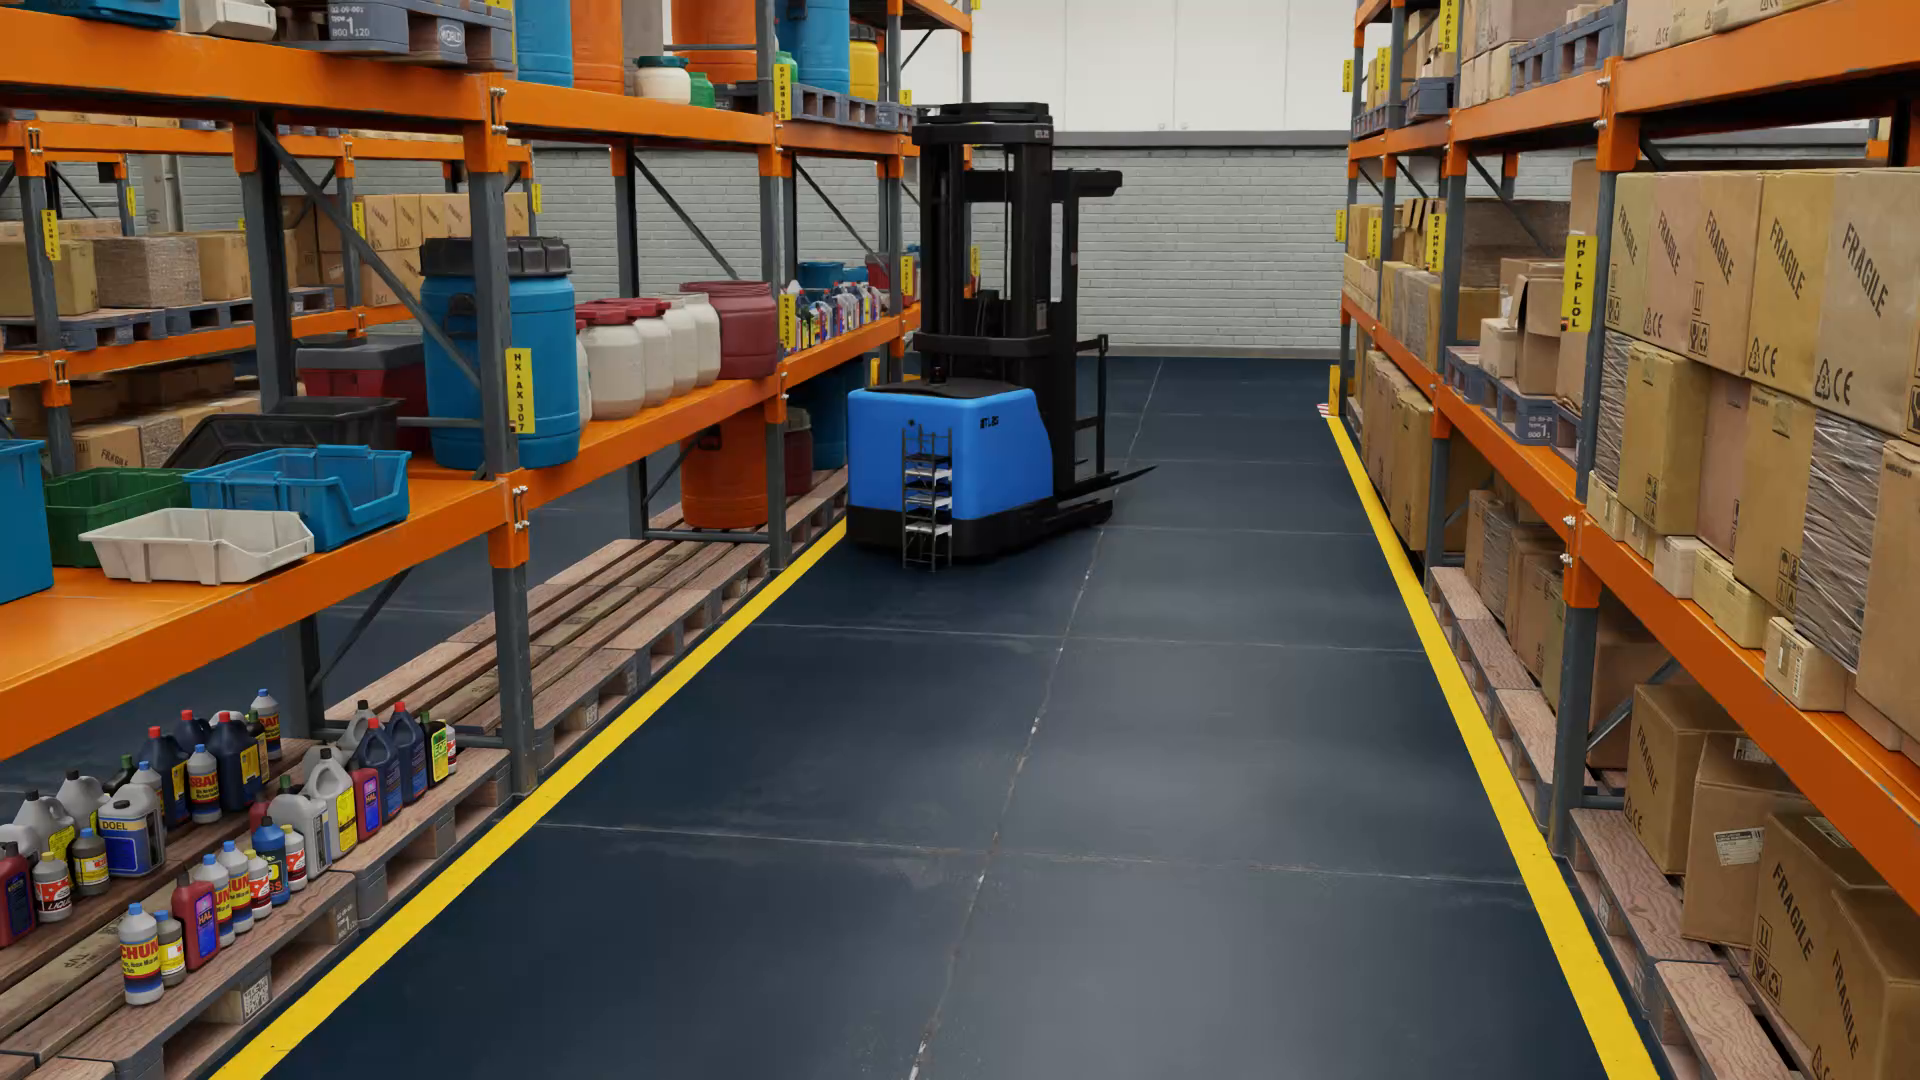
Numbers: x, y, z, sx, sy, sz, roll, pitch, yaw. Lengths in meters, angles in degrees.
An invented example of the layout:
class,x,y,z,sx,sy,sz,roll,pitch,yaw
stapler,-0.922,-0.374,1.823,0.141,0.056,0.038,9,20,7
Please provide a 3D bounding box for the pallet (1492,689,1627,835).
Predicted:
class,x,y,z,sx,sy,sz,roll,pitch,yaw
pallet,2.788,0.906,6.787,1.003,0.211,1.213,2,12,9

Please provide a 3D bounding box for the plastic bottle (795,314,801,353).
class,x,y,z,sx,sy,sz,roll,pitch,yaw
plastic bottle,-1.152,-1.403,11.179,0.152,0.276,0.135,2,12,9

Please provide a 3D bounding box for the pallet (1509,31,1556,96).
class,x,y,z,sx,sy,sz,roll,pitch,yaw
pallet,3.026,-2.010,7.027,1.213,0.211,1.003,2,12,9

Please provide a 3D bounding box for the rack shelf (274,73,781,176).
class,x,y,z,sx,sy,sz,roll,pitch,yaw
rack shelf,-1.917,-1.986,8.177,1.077,0.370,4.000,2,12,9

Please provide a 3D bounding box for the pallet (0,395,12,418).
class,x,y,z,sx,sy,sz,roll,pitch,yaw
pallet,-10.404,-1.489,17.901,1.003,0.211,1.213,2,12,9

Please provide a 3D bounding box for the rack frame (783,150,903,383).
class,x,y,z,sx,sy,sz,roll,pitch,yaw
rack frame,-0.994,-2.121,14.213,1.000,3.000,0.127,2,12,9

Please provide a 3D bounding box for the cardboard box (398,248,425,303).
class,x,y,z,sx,sy,sz,roll,pitch,yaw
cardboard box,-5.465,-2.535,15.897,0.500,0.500,0.500,2,12,10

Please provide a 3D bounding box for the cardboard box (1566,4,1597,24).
class,x,y,z,sx,sy,sz,roll,pitch,yaw
cardboard box,2.859,-2.246,7.231,0.380,0.166,0.250,2,12,7

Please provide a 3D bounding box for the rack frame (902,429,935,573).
class,x,y,z,sx,sy,sz,roll,pitch,yaw
rack frame,-0.262,-0.246,10.498,0.240,0.900,0.006,7,14,30

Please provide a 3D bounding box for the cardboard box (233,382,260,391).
class,x,y,z,sx,sy,sz,roll,pitch,yaw
cardboard box,-6.274,-1.071,14.231,0.500,0.500,0.500,2,12,9

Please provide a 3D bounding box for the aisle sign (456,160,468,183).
class,x,y,z,sx,sy,sz,roll,pitch,yaw
aisle sign,-5.552,-4.409,18.661,0.394,0.787,0.004,2,12,9

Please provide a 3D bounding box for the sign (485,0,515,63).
class,x,y,z,sx,sy,sz,roll,pitch,yaw
sign,-1.682,-1.906,6.075,0.100,0.325,0.005,2,12,9

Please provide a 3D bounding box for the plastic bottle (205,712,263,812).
class,x,y,z,sx,sy,sz,roll,pitch,yaw
plastic bottle,-2.616,0.784,5.979,0.144,0.351,0.185,2,12,9

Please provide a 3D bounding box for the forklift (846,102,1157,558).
class,x,y,z,sx,sy,sz,roll,pitch,yaw
forklift,0.457,-1.575,11.846,1.130,2.935,3.031,8,14,32

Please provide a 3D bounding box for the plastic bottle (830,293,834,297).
class,x,y,z,sx,sy,sz,roll,pitch,yaw
plastic bottle,-0.995,-1.784,12.958,0.097,0.271,0.097,0,12,0

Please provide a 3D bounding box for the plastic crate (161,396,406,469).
class,x,y,z,sx,sy,sz,roll,pitch,yaw
plastic crate,-2.431,-0.320,6.006,0.767,0.338,0.504,2,12,9

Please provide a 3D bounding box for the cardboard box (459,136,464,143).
class,x,y,z,sx,sy,sz,roll,pitch,yaw
cardboard box,-5.243,-4.184,17.023,0.500,0.250,0.500,2,12,9

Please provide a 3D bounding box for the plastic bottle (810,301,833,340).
class,x,y,z,sx,sy,sz,roll,pitch,yaw
plastic bottle,-1.010,-1.596,12.071,0.152,0.276,0.135,2,12,9

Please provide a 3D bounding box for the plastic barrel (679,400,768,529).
class,x,y,z,sx,sy,sz,roll,pitch,yaw
plastic barrel,-1.551,-0.535,11.009,0.600,0.830,0.708,2,12,9

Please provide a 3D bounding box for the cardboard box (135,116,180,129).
class,x,y,z,sx,sy,sz,roll,pitch,yaw
cardboard box,-6.311,-3.271,12.192,0.910,0.500,0.500,2,12,9

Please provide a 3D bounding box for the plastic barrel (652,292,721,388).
class,x,y,z,sx,sy,sz,roll,pitch,yaw
plastic barrel,-1.556,-1.121,9.312,0.421,0.512,0.421,0,12,0

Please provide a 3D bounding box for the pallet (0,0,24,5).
class,x,y,z,sx,sy,sz,roll,pitch,yaw
pallet,-2.616,-1.166,3.110,1.003,0.211,1.213,2,12,9

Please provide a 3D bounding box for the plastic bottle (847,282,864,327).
class,x,y,z,sx,sy,sz,roll,pitch,yaw
plastic bottle,-0.840,-1.856,13.103,0.144,0.351,0.185,2,12,9

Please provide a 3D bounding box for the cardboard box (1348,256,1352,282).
class,x,y,z,sx,sy,sz,roll,pitch,yaw
cardboard box,4.101,-2.665,16.390,0.500,0.250,0.500,2,12,8

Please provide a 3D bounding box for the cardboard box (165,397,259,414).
class,x,y,z,sx,sy,sz,roll,pitch,yaw
cardboard box,-5.918,-0.850,13.207,0.500,0.500,0.500,1,12,7

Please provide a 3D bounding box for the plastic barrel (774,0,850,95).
class,x,y,z,sx,sy,sz,roll,pitch,yaw
plastic barrel,-1.105,-3.677,12.128,0.600,0.901,0.708,2,12,9

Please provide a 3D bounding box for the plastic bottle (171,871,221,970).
class,x,y,z,sx,sy,sz,roll,pitch,yaw
plastic bottle,-2.200,1.076,4.782,0.061,0.283,0.133,2,12,10

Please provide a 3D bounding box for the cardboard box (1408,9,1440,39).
class,x,y,z,sx,sy,sz,roll,pitch,yaw
cardboard box,4.051,-4.292,13.916,0.500,0.250,0.500,1,12,5

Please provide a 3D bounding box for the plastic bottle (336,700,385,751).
class,x,y,z,sx,sy,sz,roll,pitch,yaw
plastic bottle,-2.181,0.763,6.075,0.144,0.351,0.185,2,12,9

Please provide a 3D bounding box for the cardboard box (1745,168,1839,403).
class,x,y,z,sx,sy,sz,roll,pitch,yaw
cardboard box,2.131,-0.580,3.747,0.500,0.500,0.500,2,12,9

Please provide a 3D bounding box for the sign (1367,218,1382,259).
class,x,y,z,sx,sy,sz,roll,pitch,yaw
sign,3.351,-2.440,13.451,0.100,0.325,0.005,2,12,9

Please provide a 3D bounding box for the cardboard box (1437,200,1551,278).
class,x,y,z,sx,sy,sz,roll,pitch,yaw
cardboard box,3.516,-1.954,10.821,0.797,0.503,0.637,2,12,10

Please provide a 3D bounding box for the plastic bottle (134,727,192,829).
class,x,y,z,sx,sy,sz,roll,pitch,yaw
plastic bottle,-2.788,0.819,5.819,0.144,0.351,0.185,1,12,6

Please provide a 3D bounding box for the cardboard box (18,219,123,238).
class,x,y,z,sx,sy,sz,roll,pitch,yaw
cardboard box,-10.237,-3.314,19.040,0.980,0.700,0.700,2,12,11

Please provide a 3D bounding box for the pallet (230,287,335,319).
class,x,y,z,sx,sy,sz,roll,pitch,yaw
pallet,-6.119,-2.025,14.226,1.003,0.211,1.213,2,12,9

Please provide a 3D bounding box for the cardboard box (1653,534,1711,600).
class,x,y,z,sx,sy,sz,roll,pitch,yaw
cardboard box,2.169,0.071,4.642,0.380,0.149,0.250,2,12,9

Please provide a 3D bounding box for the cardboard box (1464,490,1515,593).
class,x,y,z,sx,sy,sz,roll,pitch,yaw
cardboard box,3.202,0.020,9.171,0.700,0.500,0.500,1,12,6

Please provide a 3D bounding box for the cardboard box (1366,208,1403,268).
class,x,y,z,sx,sy,sz,roll,pitch,yaw
cardboard box,3.788,-2.607,14.341,0.500,0.500,0.500,2,12,9

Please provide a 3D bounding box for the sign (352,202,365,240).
class,x,y,z,sx,sy,sz,roll,pitch,yaw
sign,-5.339,-2.831,14.759,0.100,0.325,0.005,2,12,9

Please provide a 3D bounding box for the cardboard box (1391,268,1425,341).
class,x,y,z,sx,sy,sz,roll,pitch,yaw
cardboard box,3.428,-1.712,12.082,0.500,0.500,0.500,2,12,7

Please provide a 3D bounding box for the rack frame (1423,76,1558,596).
class,x,y,z,sx,sy,sz,roll,pitch,yaw
rack frame,3.285,-1.127,9.605,1.000,3.000,0.127,2,12,9

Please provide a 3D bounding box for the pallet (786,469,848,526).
class,x,y,z,sx,sy,sz,roll,pitch,yaw
pallet,-1.339,-0.343,12.586,1.003,0.211,1.213,2,12,9

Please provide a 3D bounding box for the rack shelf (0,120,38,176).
class,x,y,z,sx,sy,sz,roll,pitch,yaw
rack shelf,-6.811,-2.147,8.926,1.077,0.370,4.000,2,12,9

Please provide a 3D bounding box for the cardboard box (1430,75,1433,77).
class,x,y,z,sx,sy,sz,roll,pitch,yaw
cardboard box,3.523,-3.204,11.719,0.380,0.149,0.250,1,12,6

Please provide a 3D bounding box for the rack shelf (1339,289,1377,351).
class,x,y,z,sx,sy,sz,roll,pitch,yaw
rack shelf,4.208,-2.025,15.476,1.077,0.370,4.000,2,12,9

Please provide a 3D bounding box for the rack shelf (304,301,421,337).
class,x,y,z,sx,sy,sz,roll,pitch,yaw
rack shelf,-5.580,-2.346,16.969,1.077,0.370,4.000,2,12,9

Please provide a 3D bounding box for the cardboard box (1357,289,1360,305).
class,x,y,z,sx,sy,sz,roll,pitch,yaw
cardboard box,3.861,-2.232,15.326,0.380,0.149,0.250,2,12,10

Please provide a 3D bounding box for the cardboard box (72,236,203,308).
class,x,y,z,sx,sy,sz,roll,pitch,yaw
cardboard box,-6.188,-2.022,12.523,0.700,0.500,0.500,4,13,19

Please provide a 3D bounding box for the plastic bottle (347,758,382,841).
class,x,y,z,sx,sy,sz,roll,pitch,yaw
plastic bottle,-2.052,0.876,5.711,0.061,0.283,0.133,3,12,12

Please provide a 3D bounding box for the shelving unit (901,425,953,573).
class,x,y,z,sx,sy,sz,roll,pitch,yaw
shelving unit,-0.210,-0.265,10.583,0.258,0.900,0.210,7,14,30

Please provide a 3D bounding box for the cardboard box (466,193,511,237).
class,x,y,z,sx,sy,sz,roll,pitch,yaw
cardboard box,-5.146,-3.445,17.750,0.500,0.500,0.500,2,12,10

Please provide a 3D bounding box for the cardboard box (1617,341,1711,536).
class,x,y,z,sx,sy,sz,roll,pitch,yaw
cardboard box,2.428,-0.294,4.796,0.875,0.500,0.500,2,12,9

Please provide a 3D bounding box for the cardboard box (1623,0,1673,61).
class,x,y,z,sx,sy,sz,roll,pitch,yaw
cardboard box,2.347,-1.602,5.045,0.500,0.250,0.500,1,12,6
